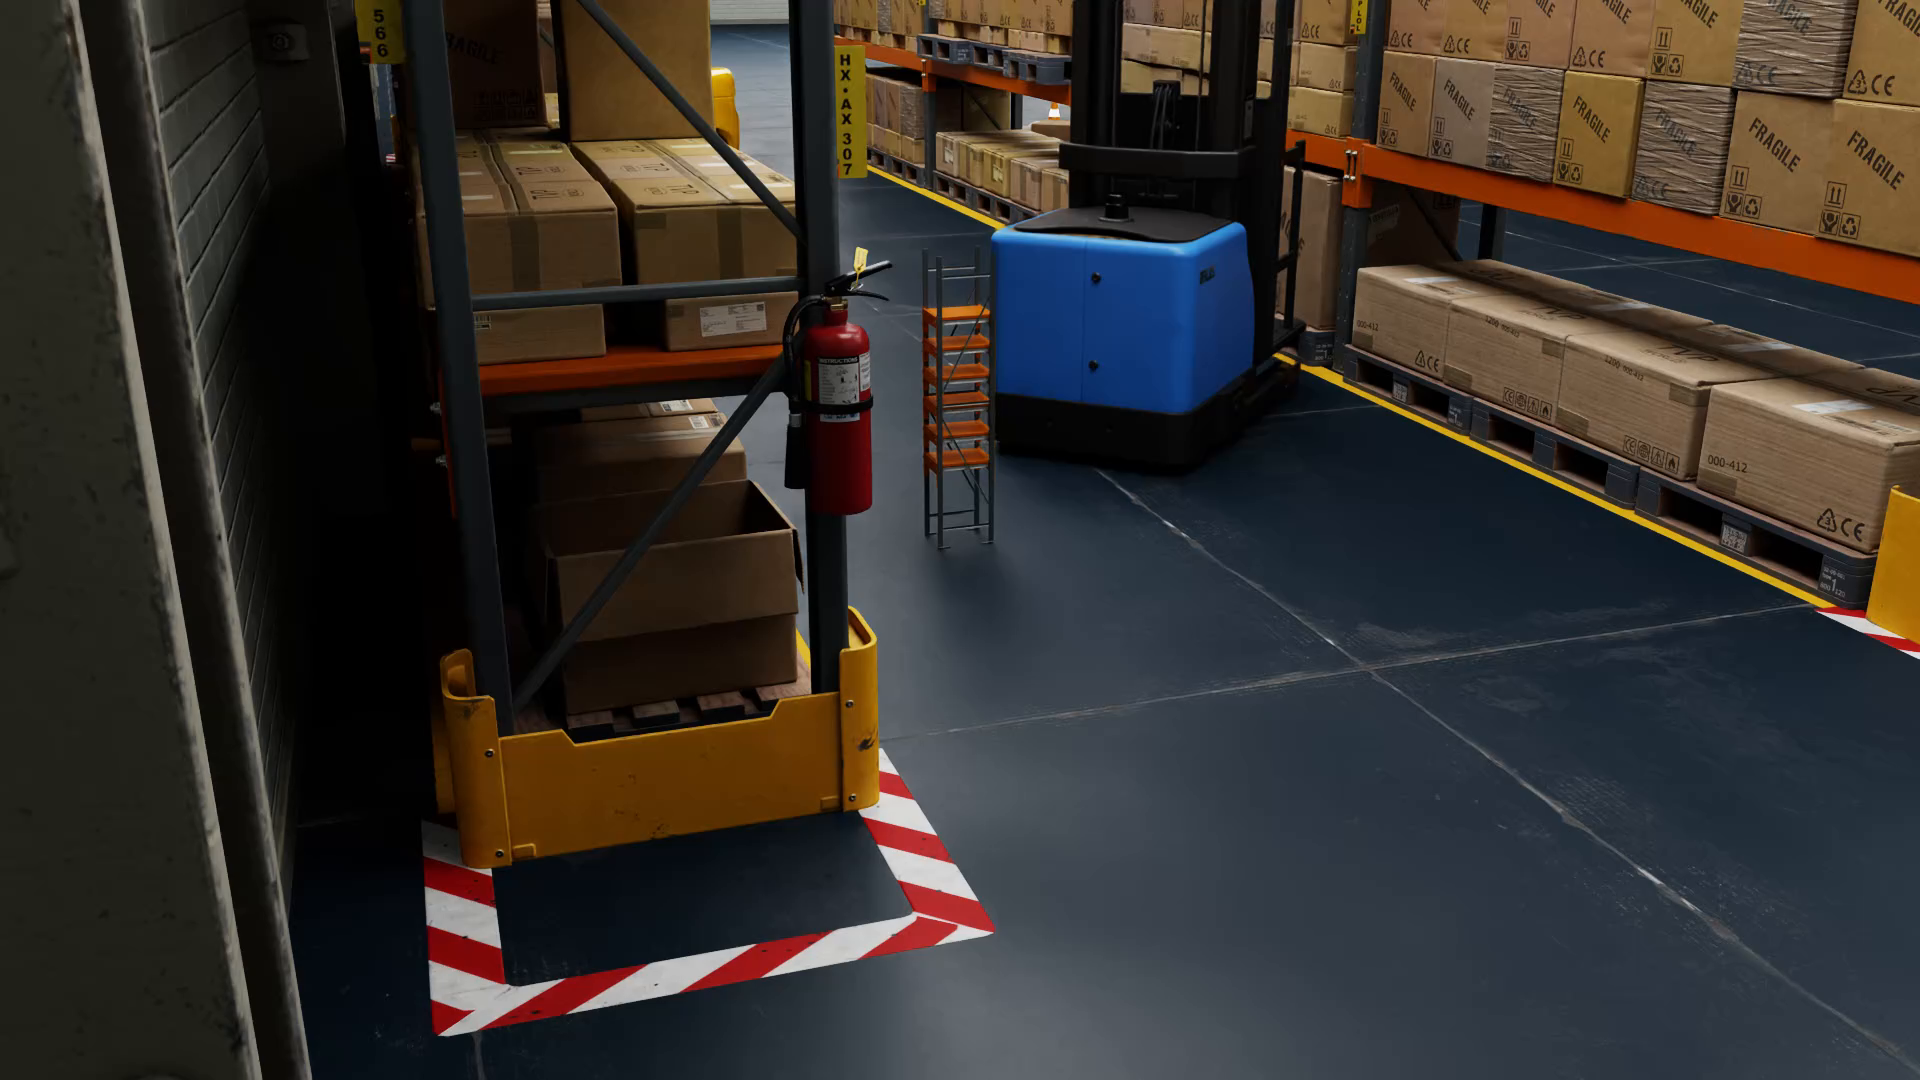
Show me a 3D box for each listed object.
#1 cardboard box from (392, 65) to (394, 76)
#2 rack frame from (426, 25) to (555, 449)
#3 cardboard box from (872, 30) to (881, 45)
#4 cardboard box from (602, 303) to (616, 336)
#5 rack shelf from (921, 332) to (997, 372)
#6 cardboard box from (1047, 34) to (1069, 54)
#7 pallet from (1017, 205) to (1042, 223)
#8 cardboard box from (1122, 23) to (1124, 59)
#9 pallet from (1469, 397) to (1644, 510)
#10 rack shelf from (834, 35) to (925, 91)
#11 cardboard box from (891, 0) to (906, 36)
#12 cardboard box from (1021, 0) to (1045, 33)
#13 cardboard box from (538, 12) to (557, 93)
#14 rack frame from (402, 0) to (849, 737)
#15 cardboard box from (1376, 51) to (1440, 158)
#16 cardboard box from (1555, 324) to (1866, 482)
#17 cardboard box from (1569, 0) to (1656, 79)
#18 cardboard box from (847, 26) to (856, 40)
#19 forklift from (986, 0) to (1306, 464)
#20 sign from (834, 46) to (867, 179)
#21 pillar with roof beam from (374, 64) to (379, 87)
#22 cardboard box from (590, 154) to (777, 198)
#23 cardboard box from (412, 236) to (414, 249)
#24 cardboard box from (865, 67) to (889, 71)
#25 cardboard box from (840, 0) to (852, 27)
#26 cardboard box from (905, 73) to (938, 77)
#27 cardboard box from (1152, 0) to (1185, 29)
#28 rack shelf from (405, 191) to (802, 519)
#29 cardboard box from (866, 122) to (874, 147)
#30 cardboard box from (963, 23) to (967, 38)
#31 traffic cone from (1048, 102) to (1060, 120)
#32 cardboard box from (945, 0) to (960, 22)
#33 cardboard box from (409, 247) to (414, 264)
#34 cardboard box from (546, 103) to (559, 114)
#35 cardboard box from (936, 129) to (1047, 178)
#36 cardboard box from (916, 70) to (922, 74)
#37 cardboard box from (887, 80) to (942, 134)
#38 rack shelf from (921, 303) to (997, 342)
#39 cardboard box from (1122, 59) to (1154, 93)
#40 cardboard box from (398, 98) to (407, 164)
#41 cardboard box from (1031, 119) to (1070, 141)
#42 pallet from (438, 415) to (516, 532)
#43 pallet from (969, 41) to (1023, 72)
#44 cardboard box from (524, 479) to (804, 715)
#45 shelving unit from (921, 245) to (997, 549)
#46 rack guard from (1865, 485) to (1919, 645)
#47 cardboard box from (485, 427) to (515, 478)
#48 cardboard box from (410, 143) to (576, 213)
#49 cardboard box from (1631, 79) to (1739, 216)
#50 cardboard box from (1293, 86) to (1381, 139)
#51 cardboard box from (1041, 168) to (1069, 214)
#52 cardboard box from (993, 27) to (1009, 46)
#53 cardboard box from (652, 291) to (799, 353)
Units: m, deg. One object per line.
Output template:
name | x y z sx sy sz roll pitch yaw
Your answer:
cardboard box | -4.186 -3.717 13.050 0.500 0.250 0.500 -7 21 -19
rack frame | -2.058 -1.900 7.768 1.000 3.000 0.127 -6 21 -17
cardboard box | -0.742 -5.438 17.990 0.380 0.149 0.250 -6 21 -17
cardboard box | -1.181 -0.663 4.698 0.380 0.149 0.250 -6 21 -16
rack shelf | -0.005 -0.753 6.660 0.258 0.103 0.180 -6 21 -17
cardboard box | 0.916 -3.950 13.226 0.380 0.149 0.250 -6 21 -16
pallet | 1.151 -2.650 13.983 1.003 0.211 1.213 -6 21 -17
cardboard box | 1.320 -3.688 12.228 0.500 0.250 0.500 -7 21 -18
pallet | 3.204 -0.471 7.916 1.003 0.211 1.213 -6 21 -17
rack shelf | -0.491 -5.299 18.295 1.077 0.370 4.000 -6 21 -17
cardboard box | -0.406 -5.463 17.101 0.500 0.500 0.500 -6 21 -15
cardboard box | 0.816 -4.378 13.457 0.500 0.500 0.500 -7 21 -18
cardboard box | -1.998 -2.323 8.178 0.700 0.500 0.500 -6 21 -16
rack frame | -0.801 -0.616 4.194 1.000 3.000 0.127 -6 21 -17
cardboard box | 2.551 -2.297 8.726 0.500 0.500 0.500 -6 21 -15
cardboard box | 3.312 -0.630 7.403 0.875 0.438 0.875 -6 21 -16
cardboard box | 3.032 -2.277 7.191 0.500 0.500 0.500 -7 21 -18
cardboard box | -1.074 -5.770 18.916 0.380 0.149 0.250 -6 21 -16
forklift | 1.228 -2.186 8.666 1.130 2.935 3.031 9 22 24
sign | -0.286 -1.081 4.208 0.100 0.325 0.005 -6 21 -17
pillar with roof beam | -6.152 -12.563 28.581 9.100 9.000 0.400 -6 21 -17
cardboard box | -0.847 -1.021 5.104 0.500 0.250 0.500 -6 21 -17
cardboard box | -2.726 -1.554 8.922 0.380 0.149 0.250 -7 21 -20
cardboard box | -1.120 -5.240 19.404 0.500 0.500 0.500 -7 21 -19
cardboard box | -1.068 -6.119 18.926 0.500 0.500 0.500 -6 21 -16
cardboard box | -0.301 -4.976 18.671 0.500 0.500 0.500 -7 21 -18
cardboard box | 1.631 -3.719 11.207 0.500 0.500 0.500 -6 21 -16
rack shelf | -1.430 -0.919 6.102 1.077 0.370 4.000 -6 21 -17
cardboard box | -0.791 -4.556 18.610 0.500 0.250 0.500 -5 20 -14
cardboard box | 0.244 -4.700 15.315 0.380 0.149 0.250 -5 20 -14
traffic cone | 1.188 -5.311 21.019 0.336 0.463 0.334 -6 21 -17
cardboard box | 0.171 -5.038 15.298 0.500 0.500 0.500 -6 21 -17
cardboard box | -2.806 -1.377 9.390 0.500 0.500 0.500 -7 21 -20
cardboard box | -1.495 -1.672 6.917 0.500 0.250 0.500 -6 21 -17
cardboard box | 0.305 -3.788 16.292 0.950 0.372 0.625 -6 21 -17
cardboard box | -0.283 -5.335 18.710 0.380 0.149 0.250 -5 20 -15
cardboard box | -0.464 -4.576 17.557 0.500 0.500 0.500 -6 21 -16
rack shelf | -0.005 -0.866 6.620 0.258 0.103 0.180 -6 21 -17
cardboard box | 1.488 -3.294 11.873 0.500 0.250 0.500 -7 21 -19
cardboard box | -2.159 -1.781 7.220 0.500 0.250 0.500 -7 21 -18
cardboard box | 1.093 -4.309 18.169 0.500 0.500 0.500 8 21 20
pallet | -1.843 -0.367 7.625 1.003 0.211 1.213 -6 21 -17
pallet | 0.734 -4.252 14.602 1.003 0.211 1.213 -6 21 -17
cardboard box | -0.903 0.155 5.119 0.797 0.503 0.637 -7 21 -19
shelving unit | -0.005 -0.569 6.727 0.258 1.200 0.189 -6 21 -17
rack guard | 3.917 0.040 6.067 1.175 0.500 0.348 -6 21 -17
cardboard box | -1.939 -0.379 7.131 0.380 0.149 0.250 -7 21 -18
cardboard box | -1.510 -1.130 5.406 0.500 0.250 0.500 -6 21 -15
cardboard box | 3.192 -1.645 6.911 0.500 0.500 0.500 -6 21 -16
cardboard box | 2.272 -2.475 9.591 0.500 0.250 0.500 -7 21 -18
cardboard box | 1.227 -2.855 13.694 0.950 0.372 0.625 -8 21 -21
cardboard box | 0.507 -4.360 14.369 0.380 0.149 0.250 -7 21 -19
cardboard box | -0.644 -0.632 4.611 0.380 0.149 0.250 -7 21 -18
